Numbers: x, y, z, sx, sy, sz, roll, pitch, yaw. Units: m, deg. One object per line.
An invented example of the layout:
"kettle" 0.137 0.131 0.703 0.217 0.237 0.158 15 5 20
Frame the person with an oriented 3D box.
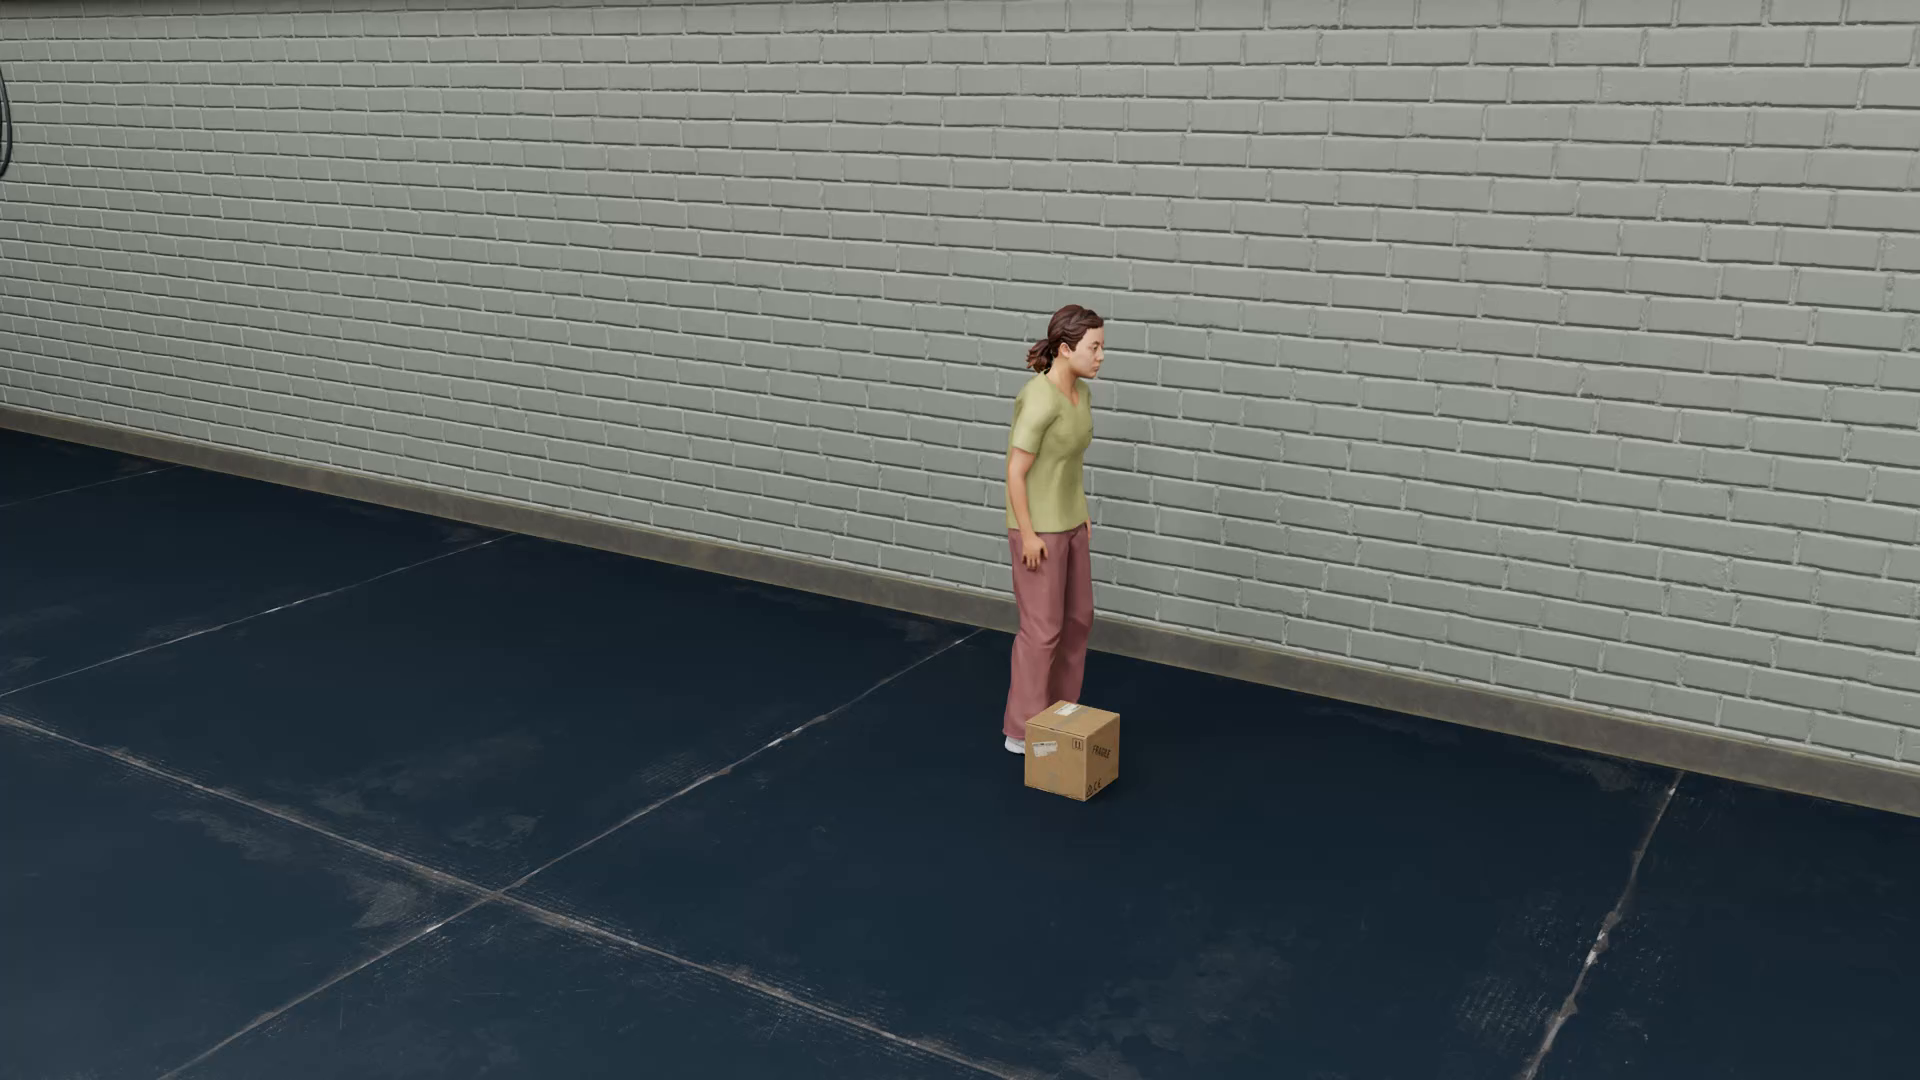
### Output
"person" 0.356 -0.036 6.161 0.352 1.672 0.510 9 19 29
